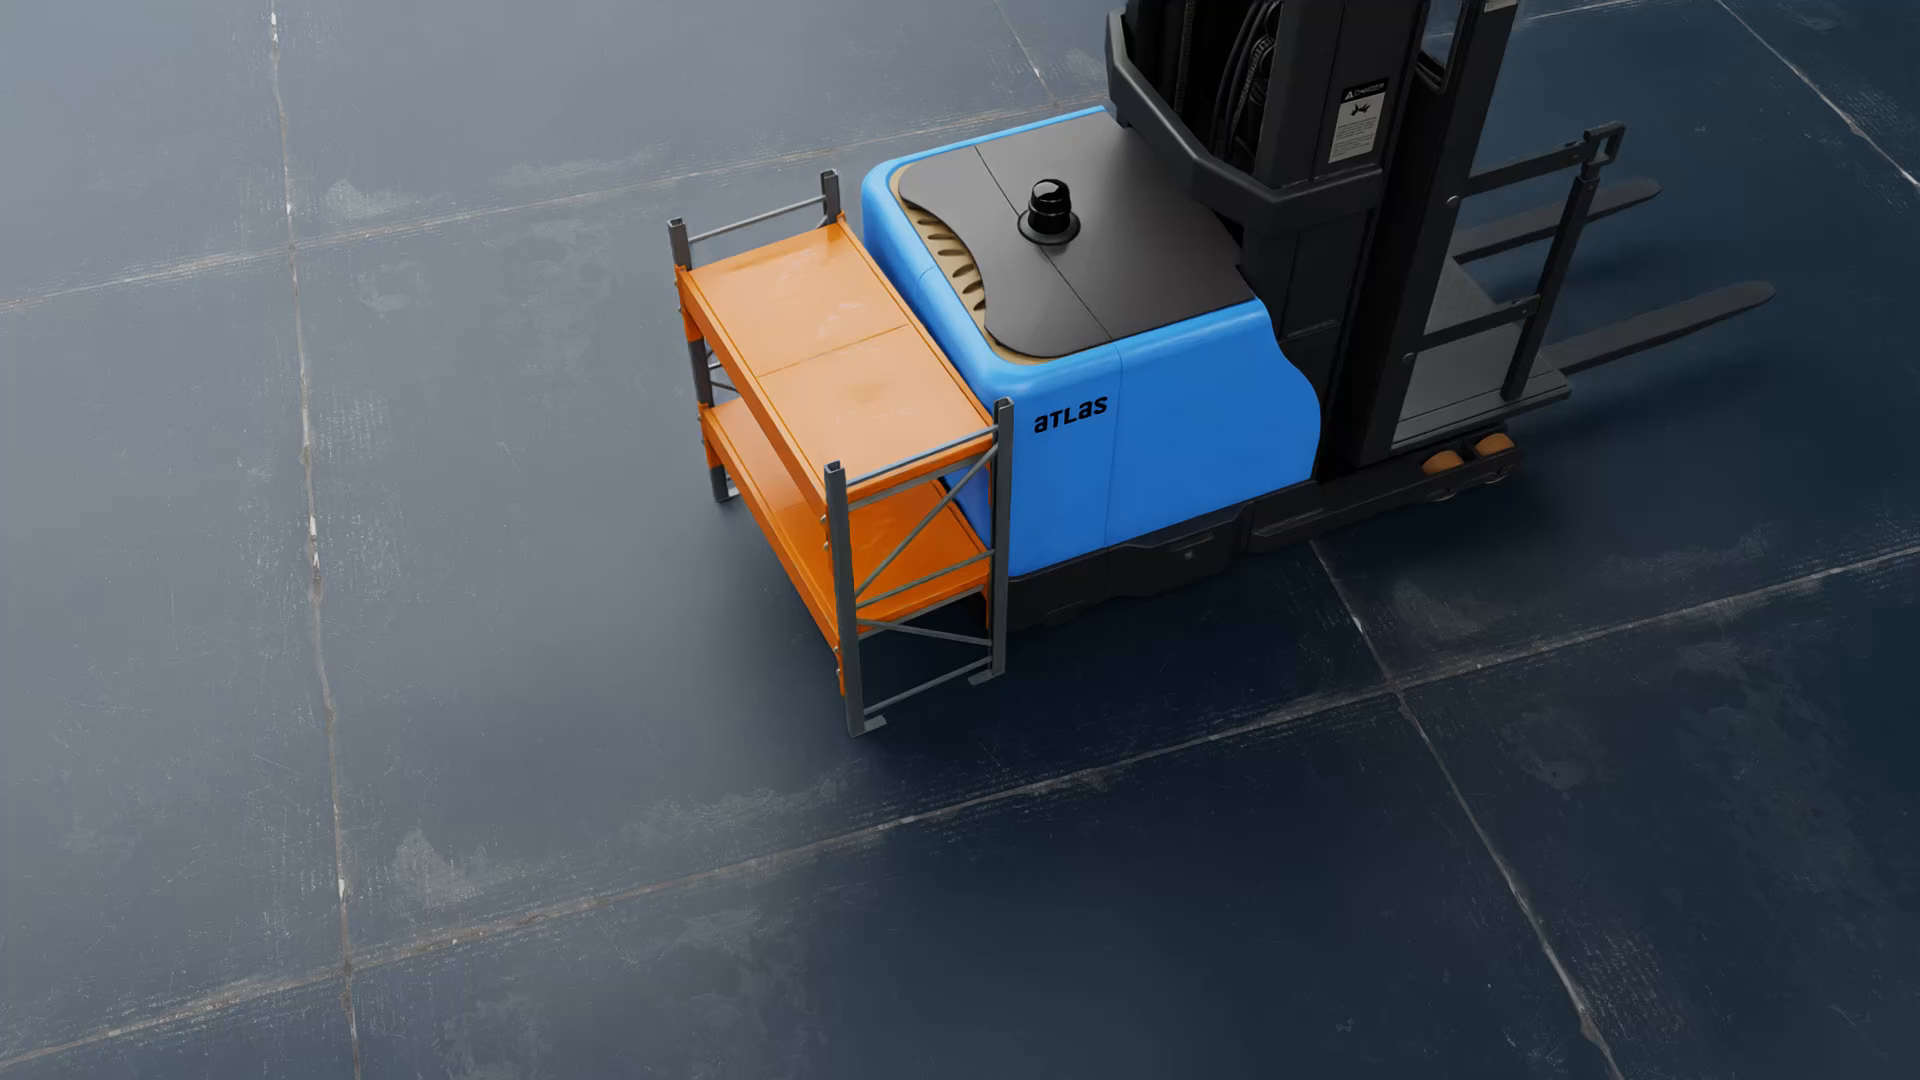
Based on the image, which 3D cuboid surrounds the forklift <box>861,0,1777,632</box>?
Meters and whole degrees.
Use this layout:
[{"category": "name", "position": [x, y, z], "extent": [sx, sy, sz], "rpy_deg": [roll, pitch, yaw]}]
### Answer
[{"category": "forklift", "position": [1.268, -1.425, 4.534], "extent": [3.031, 2.935, 1.130], "rpy_deg": [-18, 52, -15]}]

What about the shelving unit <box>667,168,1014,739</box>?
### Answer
[{"category": "shelving unit", "position": [-0.331, -0.236, 4.714], "extent": [0.538, 1.125, 1.048], "rpy_deg": [-22, 53, -17]}]

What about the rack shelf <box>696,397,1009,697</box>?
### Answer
[{"category": "rack shelf", "position": [-0.331, -0.079, 4.901], "extent": [0.538, 0.278, 1.000], "rpy_deg": [-22, 53, -17]}]

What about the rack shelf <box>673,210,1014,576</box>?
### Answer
[{"category": "rack shelf", "position": [-0.331, -0.425, 4.490], "extent": [0.538, 0.278, 1.000], "rpy_deg": [-22, 53, -17]}]

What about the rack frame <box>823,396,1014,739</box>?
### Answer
[{"category": "rack frame", "position": [-0.095, 0.108, 4.423], "extent": [0.500, 1.125, 0.032], "rpy_deg": [-22, 53, -17]}]

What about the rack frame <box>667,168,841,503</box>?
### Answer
[{"category": "rack frame", "position": [-0.567, -0.581, 5.004], "extent": [0.500, 1.125, 0.032], "rpy_deg": [-22, 53, -17]}]
